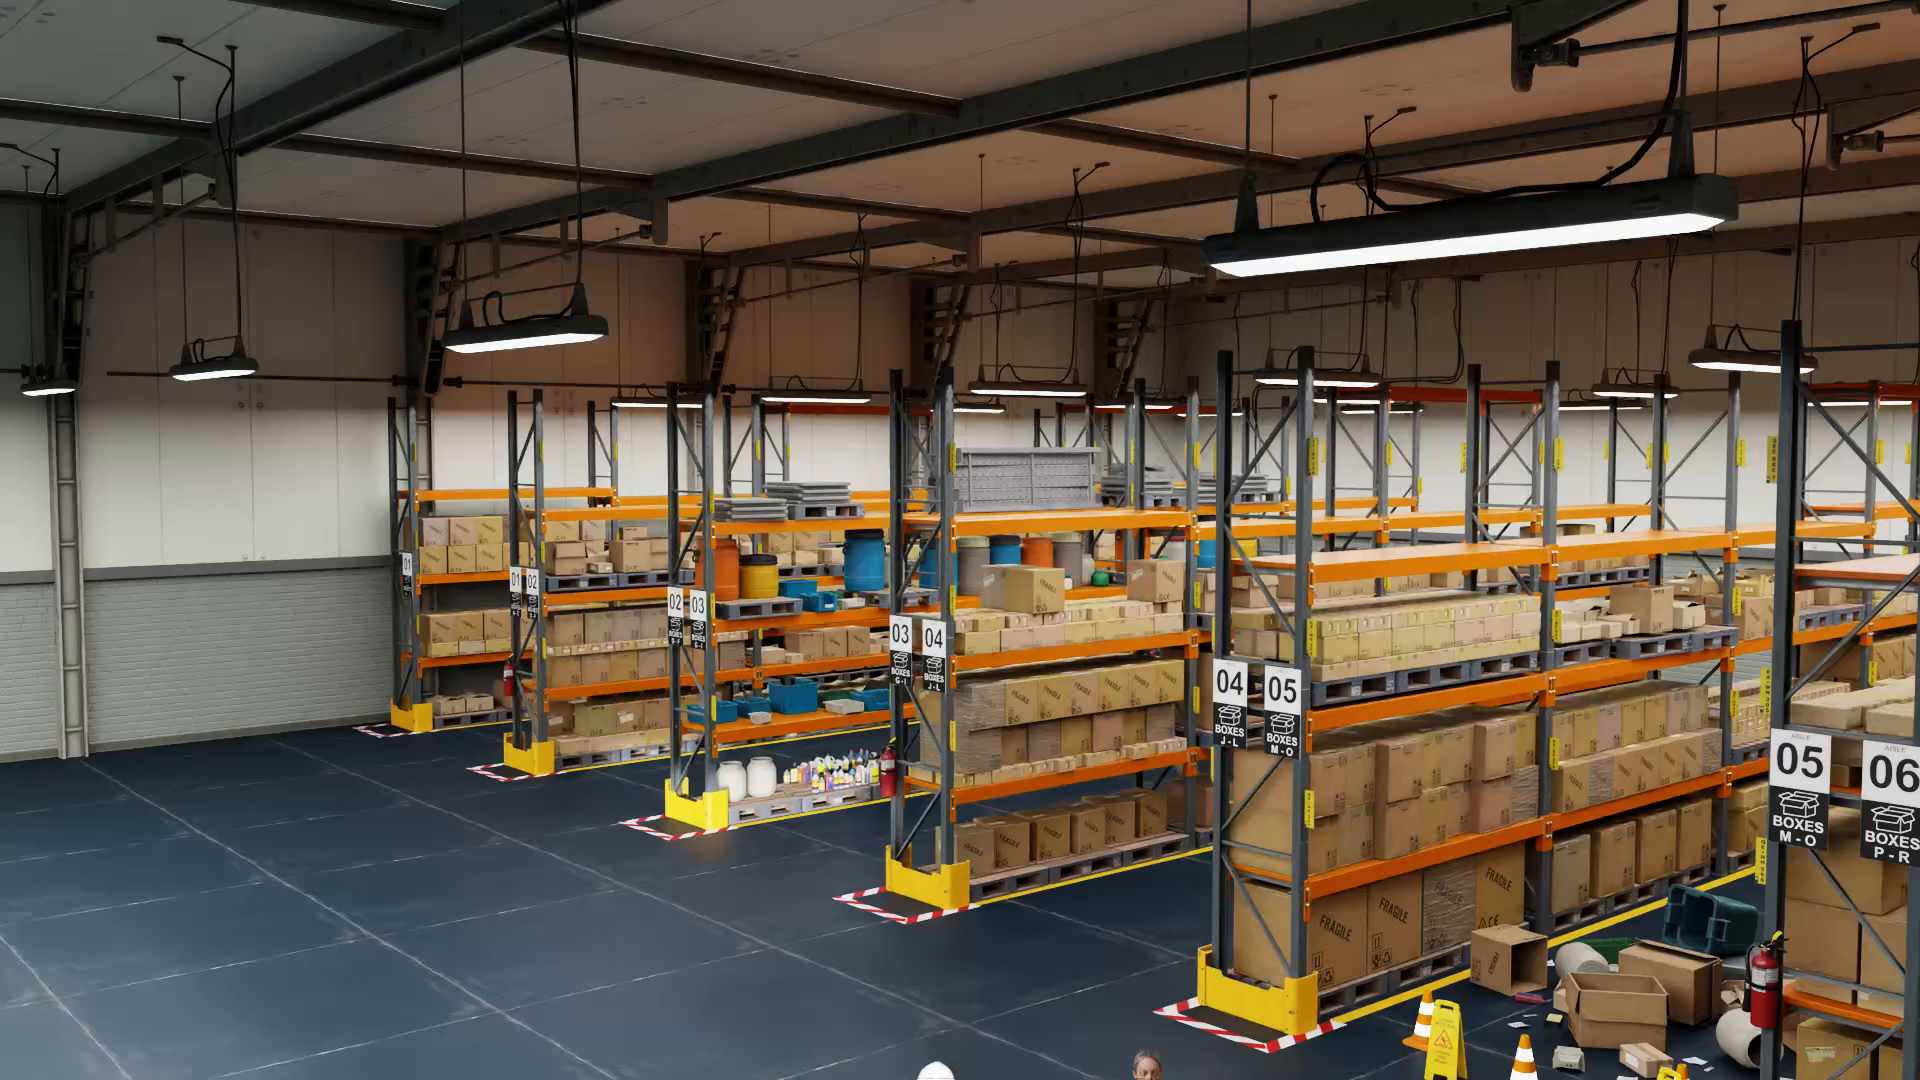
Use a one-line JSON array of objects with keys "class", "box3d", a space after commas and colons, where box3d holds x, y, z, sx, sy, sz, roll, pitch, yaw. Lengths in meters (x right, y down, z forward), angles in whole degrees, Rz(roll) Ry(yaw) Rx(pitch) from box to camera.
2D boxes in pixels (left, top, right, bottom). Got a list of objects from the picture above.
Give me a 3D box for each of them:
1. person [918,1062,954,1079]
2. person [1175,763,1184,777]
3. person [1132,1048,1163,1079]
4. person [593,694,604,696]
[{"class": "person", "box3d": [-0.139, 3.755, 9.208, 0.683, 1.742, 0.675, 0, 3, 2]}, {"class": "person", "box3d": [3.236, 2.905, 24.004, 0.648, 1.691, 0.646, -3, 4, -39]}, {"class": "person", "box3d": [1.115, 3.774, 9.633, 0.549, 1.628, 0.649, 0, 3, 4]}, {"class": "person", "box3d": [-6.317, 2.632, 29.202, 0.516, 1.699, 0.761, 3, 4, 38]}]
